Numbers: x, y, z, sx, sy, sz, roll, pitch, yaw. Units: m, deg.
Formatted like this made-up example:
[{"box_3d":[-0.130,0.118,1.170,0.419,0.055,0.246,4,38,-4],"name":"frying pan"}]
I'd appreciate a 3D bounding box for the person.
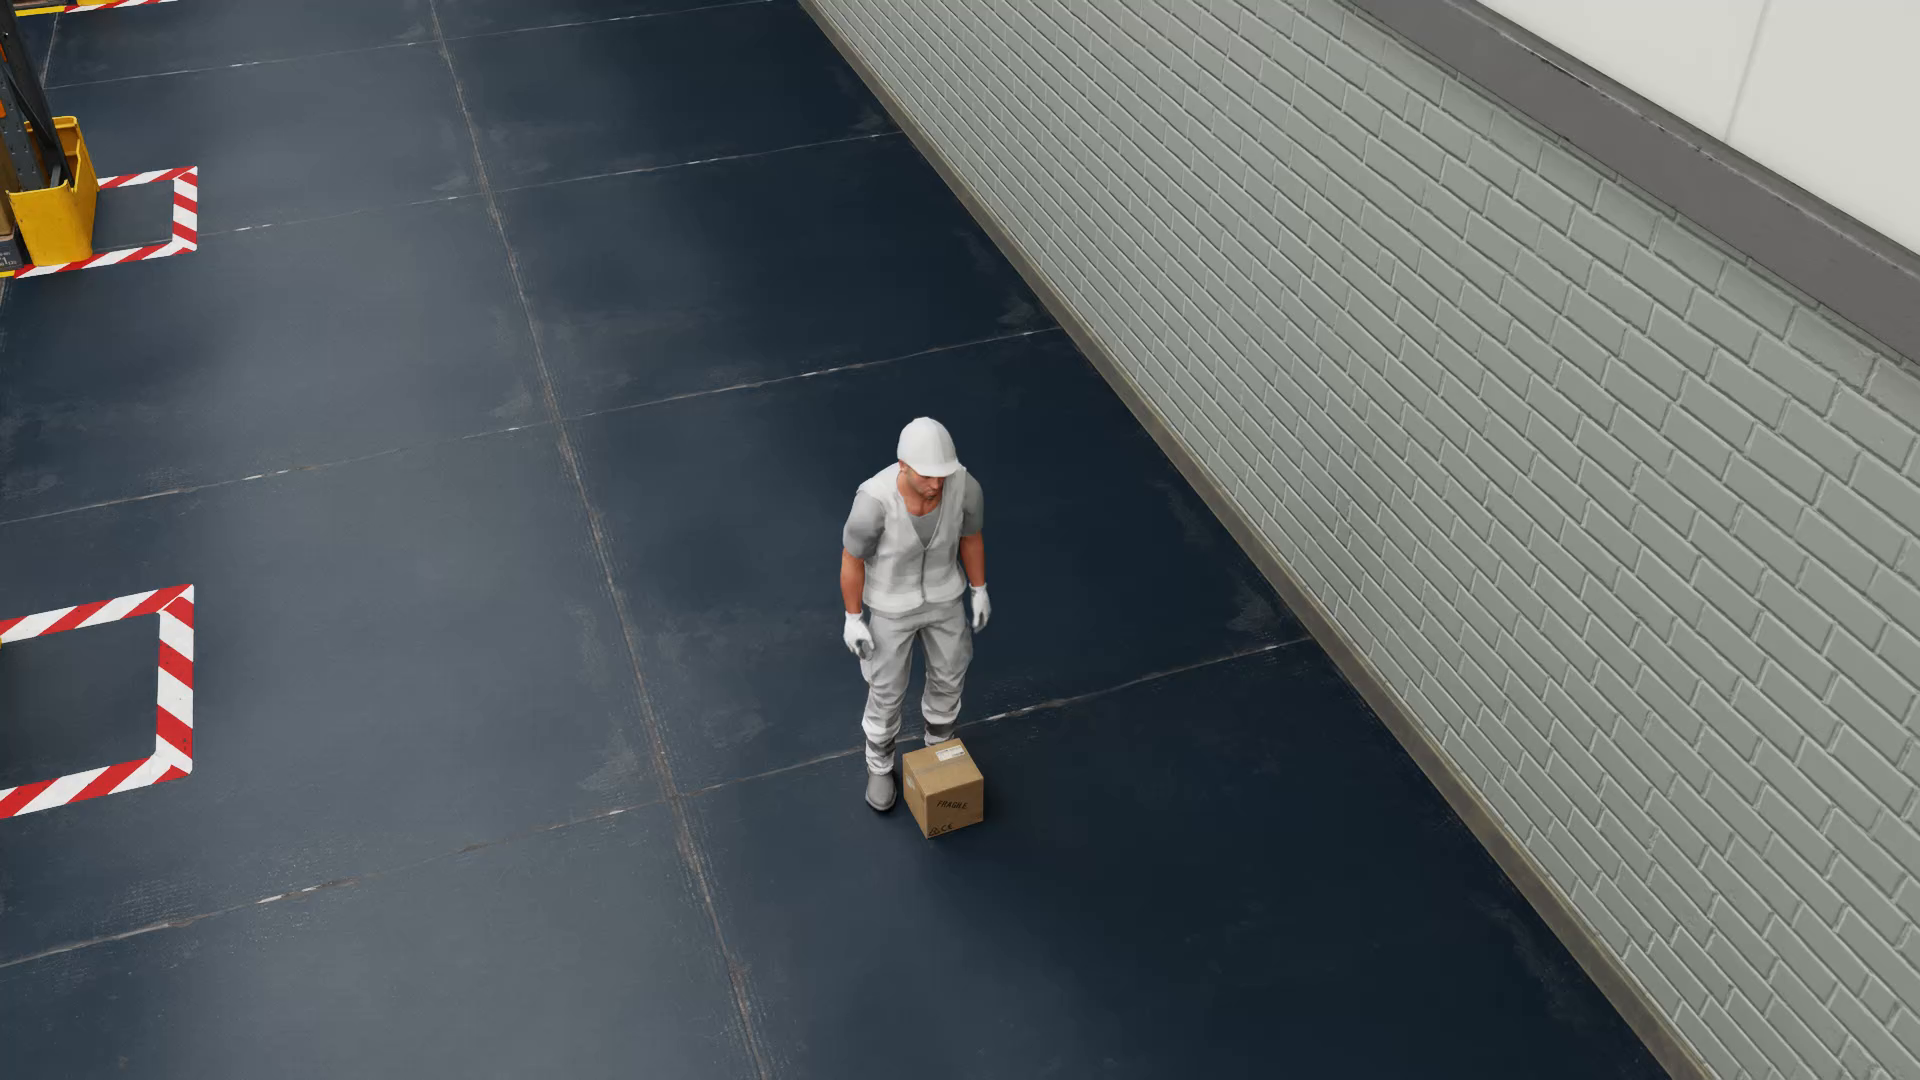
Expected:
[{"box_3d":[-0.165,0.267,6.424,0.603,1.778,0.451,-13,39,-17],"name":"person"}]
